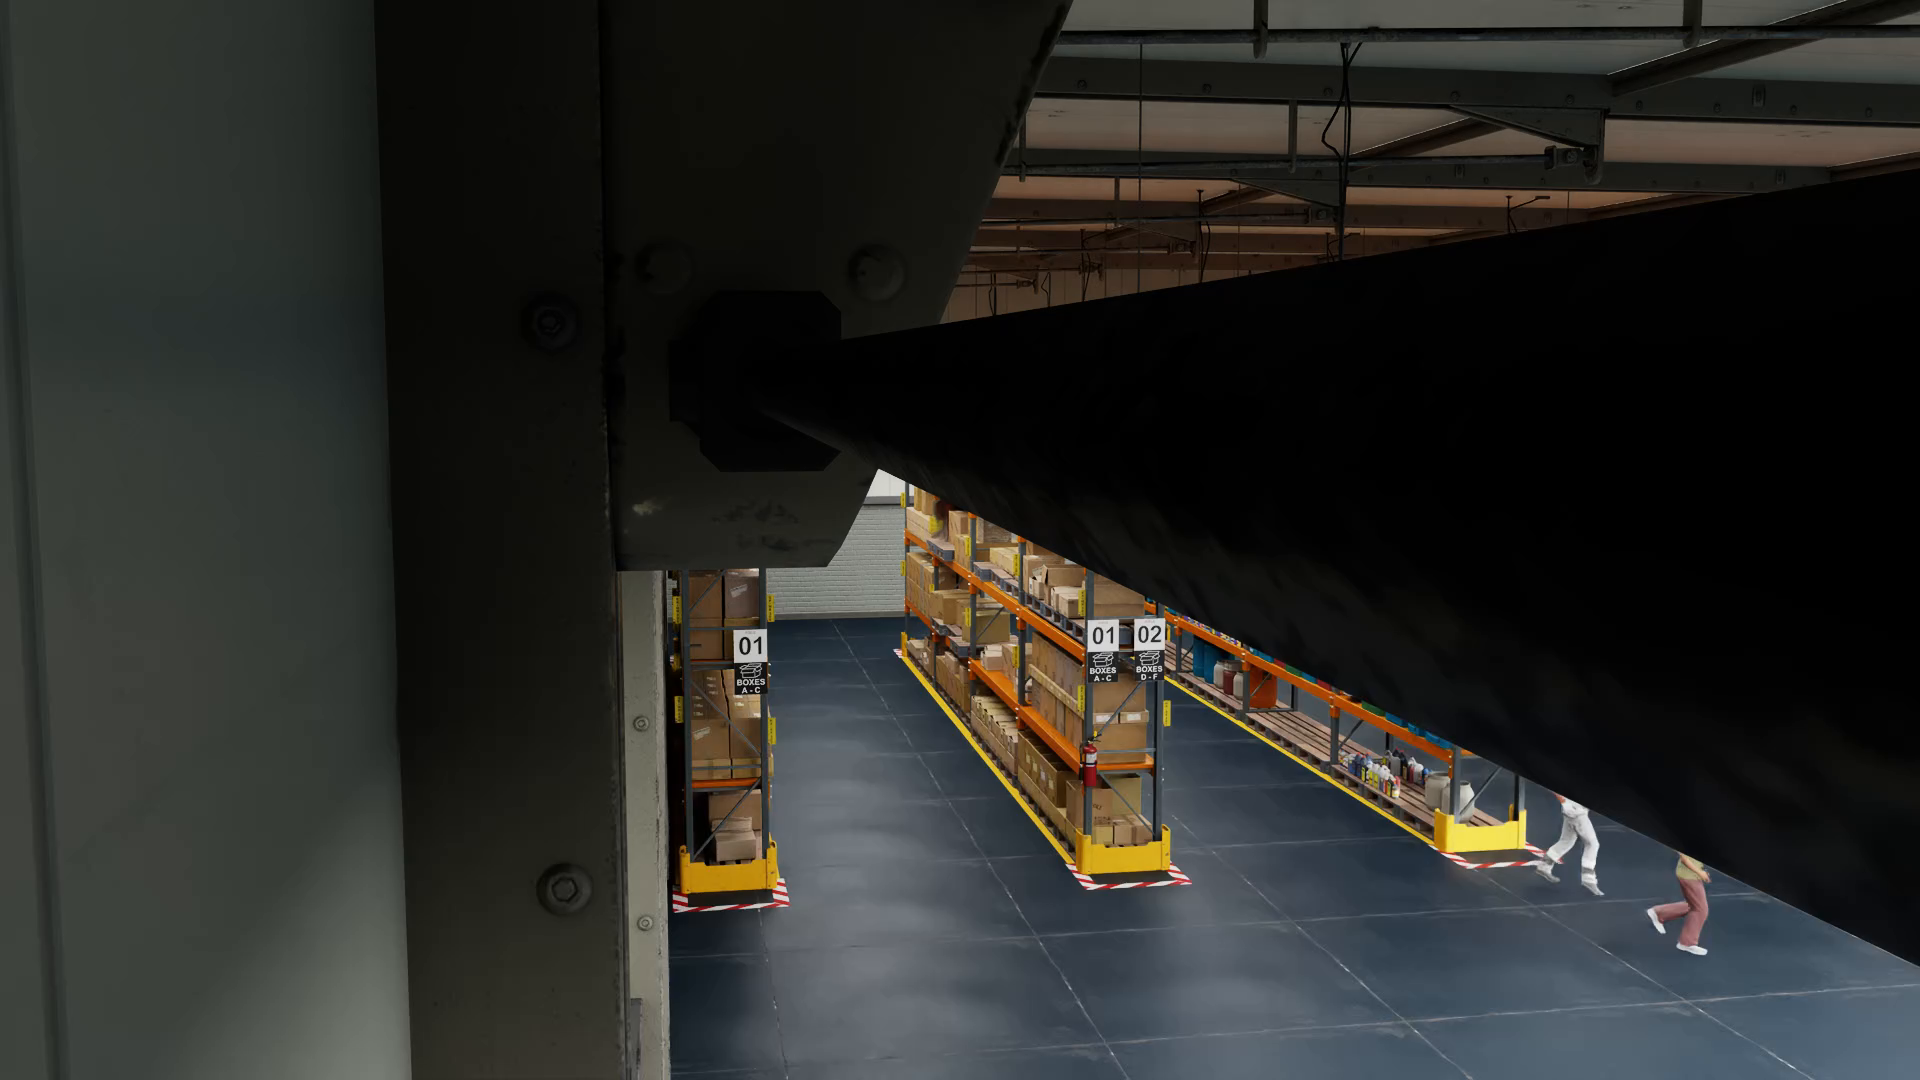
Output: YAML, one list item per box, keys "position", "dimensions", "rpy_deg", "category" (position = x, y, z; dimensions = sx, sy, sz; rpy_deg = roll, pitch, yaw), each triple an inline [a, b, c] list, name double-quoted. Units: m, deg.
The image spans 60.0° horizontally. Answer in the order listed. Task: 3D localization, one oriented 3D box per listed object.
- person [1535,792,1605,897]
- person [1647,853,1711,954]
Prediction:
- position: [7.437, 3.352, 20.199]
  dimensions: [0.804, 1.833, 0.664]
  rpy_deg: [2, 6, 21]
  category: "person"
- position: [7.816, 3.654, 18.069]
  dimensions: [0.626, 1.652, 0.586]
  rpy_deg: [2, 6, 22]
  category: "person"
